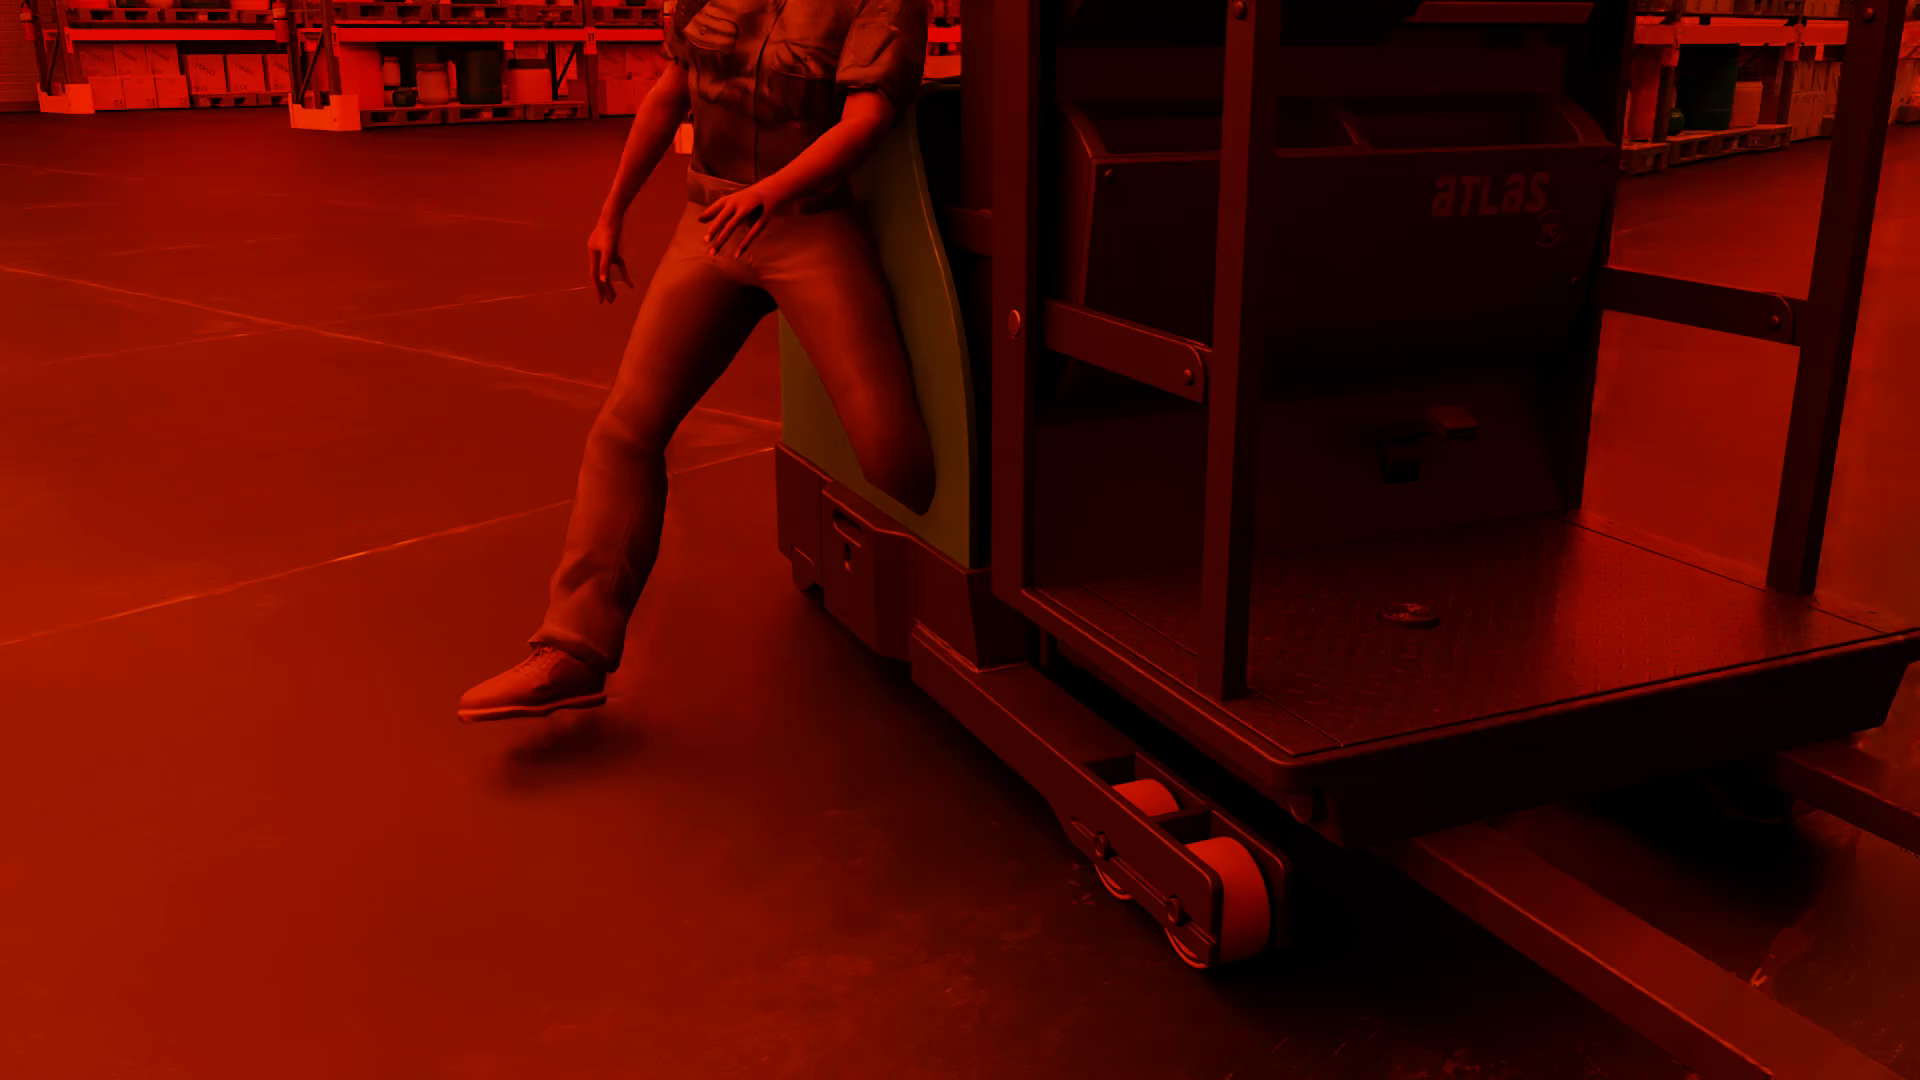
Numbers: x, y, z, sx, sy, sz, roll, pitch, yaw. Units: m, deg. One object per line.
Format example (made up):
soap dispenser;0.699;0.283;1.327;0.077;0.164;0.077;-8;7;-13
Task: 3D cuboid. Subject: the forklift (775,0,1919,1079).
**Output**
forklift;0.667;-0.995;2.175;1.130;2.935;3.031;-7;18;-23

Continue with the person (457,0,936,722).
person;-0.340;-0.458;2.756;0.820;1.496;0.910;7;18;21
